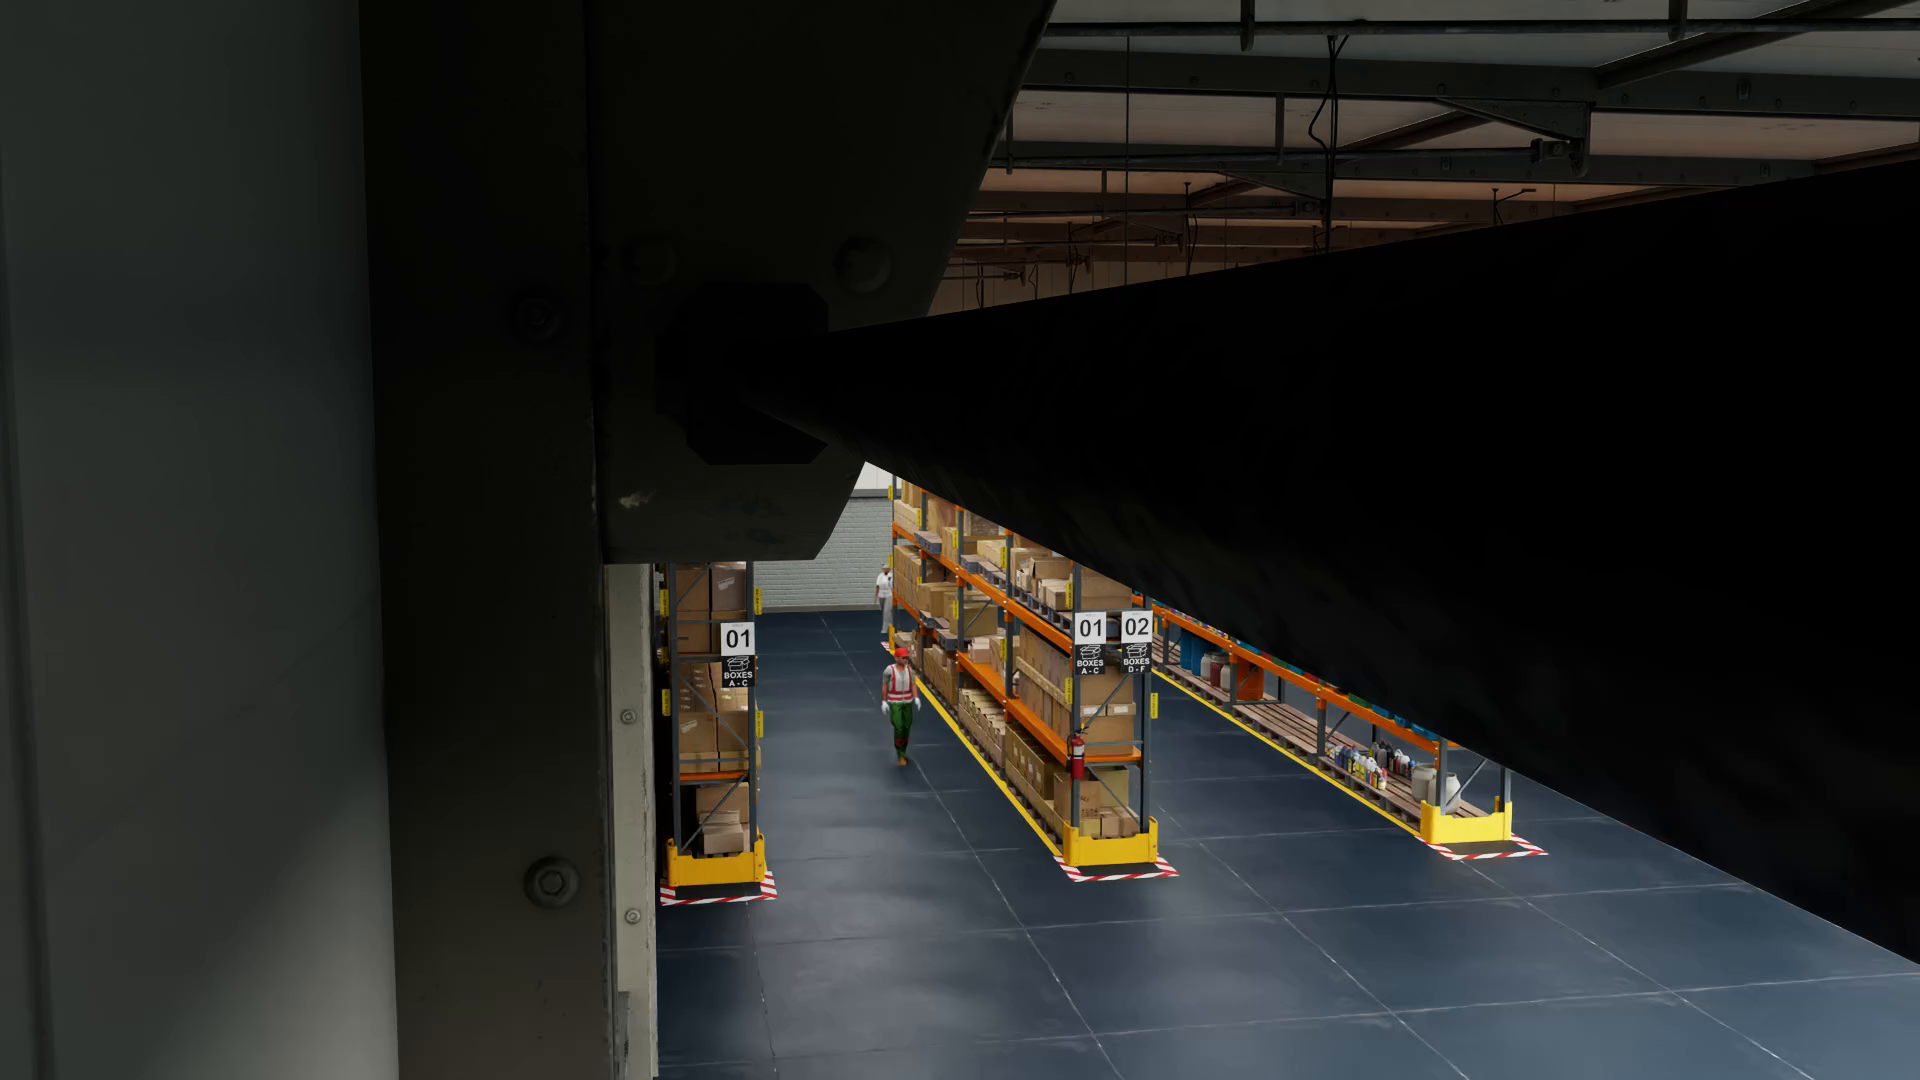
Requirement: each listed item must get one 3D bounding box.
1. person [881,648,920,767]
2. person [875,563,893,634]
[{"bbox_3d":[-0.882,2.622,26.218,0.563,1.801,0.669,-3,7,-28],"label":"person"},{"bbox_3d":[-1.711,1.319,38.731,0.447,1.620,1.052,2,7,21],"label":"person"}]
